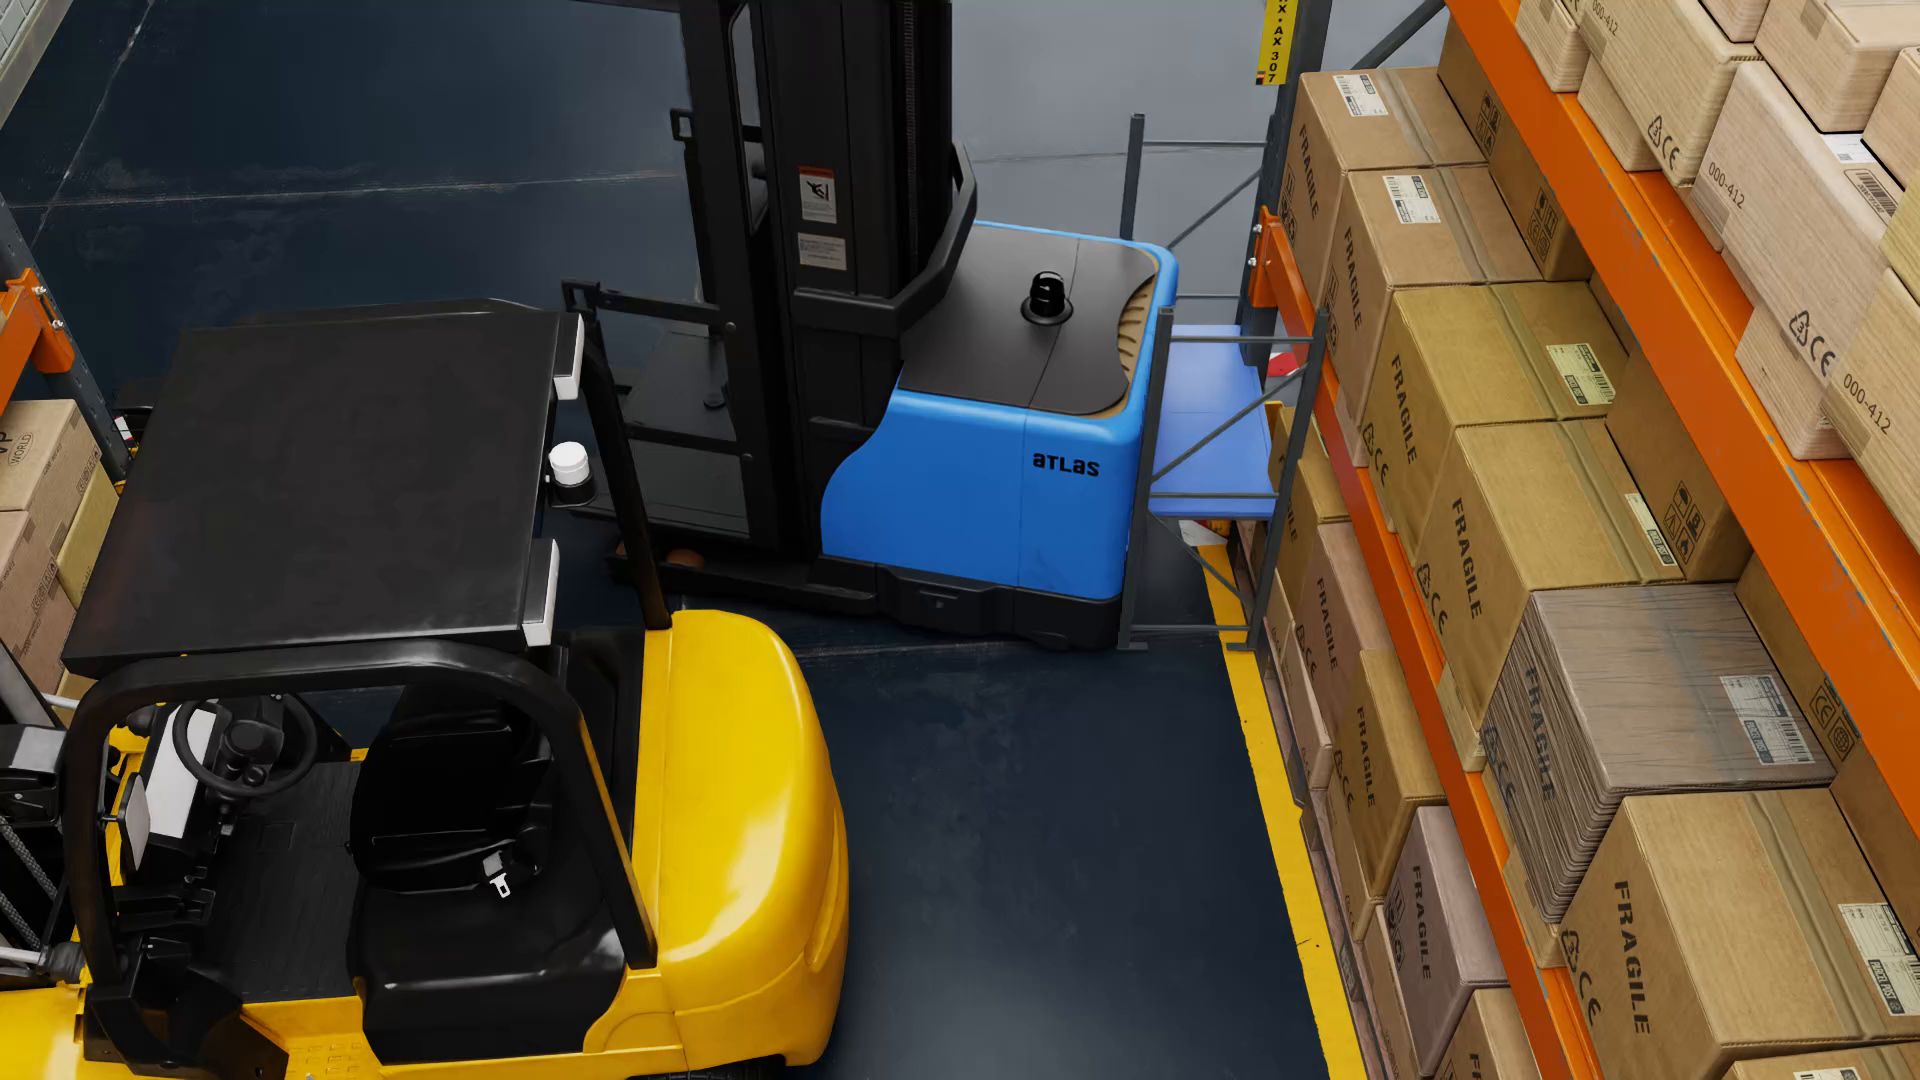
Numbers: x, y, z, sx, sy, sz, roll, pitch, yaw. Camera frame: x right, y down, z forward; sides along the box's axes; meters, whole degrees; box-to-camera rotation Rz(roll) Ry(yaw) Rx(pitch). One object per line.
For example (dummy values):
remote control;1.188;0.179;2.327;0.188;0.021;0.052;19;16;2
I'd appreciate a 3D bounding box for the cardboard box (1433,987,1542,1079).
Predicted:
cardboard box;1.478;1.399;3.947;0.500;0.500;0.500;-3;47;-3

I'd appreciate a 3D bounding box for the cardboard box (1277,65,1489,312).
cardboard box;1.267;-1.036;4.891;0.500;0.500;0.500;-4;47;-4

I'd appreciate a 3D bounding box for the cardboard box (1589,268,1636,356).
cardboard box;1.945;-0.653;3.840;0.700;0.500;0.500;-4;47;-4

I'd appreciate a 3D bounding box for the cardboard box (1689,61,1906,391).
cardboard box;1.462;-0.485;2.476;0.500;0.250;0.500;-4;47;-4

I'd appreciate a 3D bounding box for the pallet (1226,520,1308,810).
pallet;1.543;0.345;5.778;1.003;0.211;1.213;-3;47;-3

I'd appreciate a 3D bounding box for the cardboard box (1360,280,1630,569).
cardboard box;1.358;-0.293;4.187;0.500;0.500;0.500;-4;47;-4

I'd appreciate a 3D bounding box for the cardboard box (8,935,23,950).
cardboard box;-2.957;1.265;4.591;0.500;0.250;0.500;-2;47;-2

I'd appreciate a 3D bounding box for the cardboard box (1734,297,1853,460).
cardboard box;1.437;-0.265;2.542;0.380;0.149;0.250;-2;47;-2

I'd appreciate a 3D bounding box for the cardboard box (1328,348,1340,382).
cardboard box;1.303;-0.535;4.864;0.380;0.149;0.250;-5;47;-5

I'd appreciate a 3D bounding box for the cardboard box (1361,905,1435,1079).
cardboard box;1.429;1.272;4.584;0.500;0.250;0.500;-3;47;-3

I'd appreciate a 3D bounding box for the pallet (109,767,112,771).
pallet;-3.336;0.555;5.579;1.003;0.211;1.213;-3;47;-3

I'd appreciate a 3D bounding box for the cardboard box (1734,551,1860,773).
cardboard box;1.982;0.088;3.139;0.700;0.500;0.500;-4;47;-4

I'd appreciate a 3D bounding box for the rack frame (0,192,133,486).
rack frame;-3.442;-0.954;5.088;1.000;3.000;0.127;-3;47;-3

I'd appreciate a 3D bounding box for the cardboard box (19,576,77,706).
cardboard box;-3.058;0.372;5.092;0.500;0.250;0.500;-4;47;-4

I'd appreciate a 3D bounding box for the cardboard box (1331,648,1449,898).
cardboard box;1.381;0.644;4.663;0.500;0.500;0.500;-3;47;-3

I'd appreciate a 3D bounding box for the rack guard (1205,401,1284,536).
rack guard;1.510;-0.344;6.232;1.175;0.500;0.348;-3;47;-3

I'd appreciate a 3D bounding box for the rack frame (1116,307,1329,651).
rack frame;0.809;-0.139;5.308;0.500;1.500;0.032;0;47;-1

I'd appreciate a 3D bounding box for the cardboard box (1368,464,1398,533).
cardboard box;1.334;-0.164;4.512;0.380;0.149;0.250;-2;47;-2

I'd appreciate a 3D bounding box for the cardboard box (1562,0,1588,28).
cardboard box;1.381;-1.223;3.175;0.500;0.250;0.500;-2;47;-2

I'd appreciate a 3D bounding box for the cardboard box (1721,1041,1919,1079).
cardboard box;1.554;1.192;2.781;0.500;0.500;0.500;-5;47;-4

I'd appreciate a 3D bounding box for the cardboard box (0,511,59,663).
cardboard box;-3.044;0.186;4.923;0.500;0.250;0.500;-3;47;-3

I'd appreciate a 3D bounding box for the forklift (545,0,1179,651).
forklift;-0.804;-1.181;5.350;3.031;2.935;1.130;9;47;9

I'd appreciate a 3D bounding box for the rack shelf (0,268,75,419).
rack shelf;-3.274;0.740;3.979;1.077;0.370;4.000;-3;47;-3

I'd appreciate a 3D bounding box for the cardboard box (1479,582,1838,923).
cardboard box;1.456;0.445;3.489;0.500;0.500;0.500;-2;47;-2

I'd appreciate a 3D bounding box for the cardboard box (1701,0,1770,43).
cardboard box;1.370;-0.916;2.609;0.380;0.149;0.250;-3;47;-3

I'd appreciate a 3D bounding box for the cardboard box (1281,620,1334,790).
cardboard box;1.331;0.513;5.303;0.500;0.250;0.500;-2;47;-2

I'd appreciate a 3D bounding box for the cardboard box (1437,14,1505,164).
cardboard box;1.764;-1.383;4.531;0.700;0.500;0.500;-5;47;-4

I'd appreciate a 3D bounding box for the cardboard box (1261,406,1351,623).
cardboard box;1.299;-0.098;5.365;0.500;0.500;0.500;-5;47;-5

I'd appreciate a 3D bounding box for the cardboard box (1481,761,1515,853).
cardboard box;1.428;0.586;3.802;0.380;0.149;0.250;-4;47;-4

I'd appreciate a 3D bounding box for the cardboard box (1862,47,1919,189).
cardboard box;1.492;-0.553;2.265;0.380;0.149;0.250;-4;47;-4

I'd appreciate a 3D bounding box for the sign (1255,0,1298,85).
sign;0.963;-1.523;5.030;0.100;0.325;0.005;-3;47;-3

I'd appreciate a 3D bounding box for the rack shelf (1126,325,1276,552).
rack shelf;0.804;-0.384;5.788;0.538;0.185;1.000;0;47;-1

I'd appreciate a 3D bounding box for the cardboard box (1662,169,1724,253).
cardboard box;1.474;-0.644;2.901;0.380;0.149;0.250;-4;47;-4

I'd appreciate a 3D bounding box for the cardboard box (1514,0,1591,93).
cardboard box;1.320;-1.009;3.247;0.380;0.149;0.250;-3;47;-3

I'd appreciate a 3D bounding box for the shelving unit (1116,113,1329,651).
shelving unit;0.807;-0.508;5.658;0.538;1.500;1.048;0;47;-1
